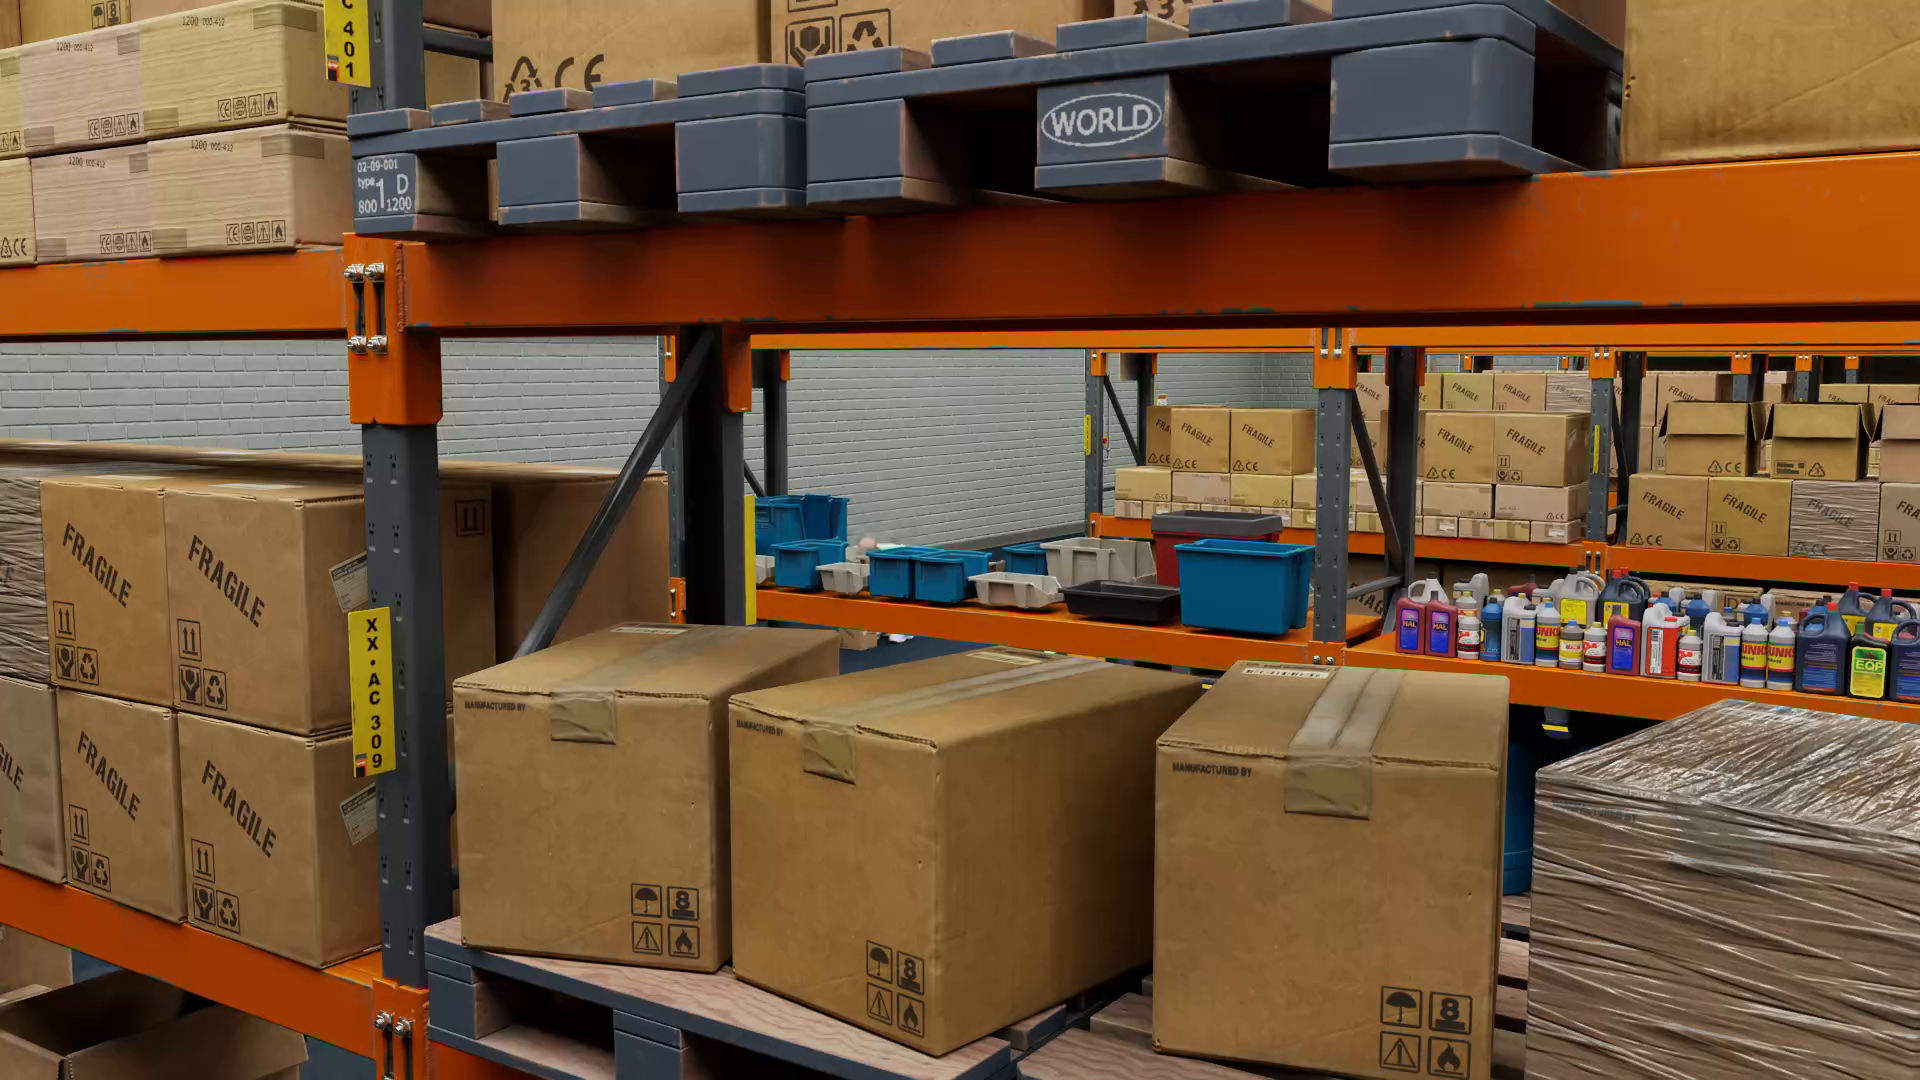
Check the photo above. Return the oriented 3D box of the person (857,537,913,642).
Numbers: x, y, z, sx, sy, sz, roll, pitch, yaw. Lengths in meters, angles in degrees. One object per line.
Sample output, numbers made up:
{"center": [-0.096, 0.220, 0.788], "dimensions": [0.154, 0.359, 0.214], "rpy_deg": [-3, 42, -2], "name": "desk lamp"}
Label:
{"center": [-0.703, 0.442, 15.286], "dimensions": [0.611, 1.003, 0.896], "rpy_deg": [4, 7, 33], "name": "person"}
